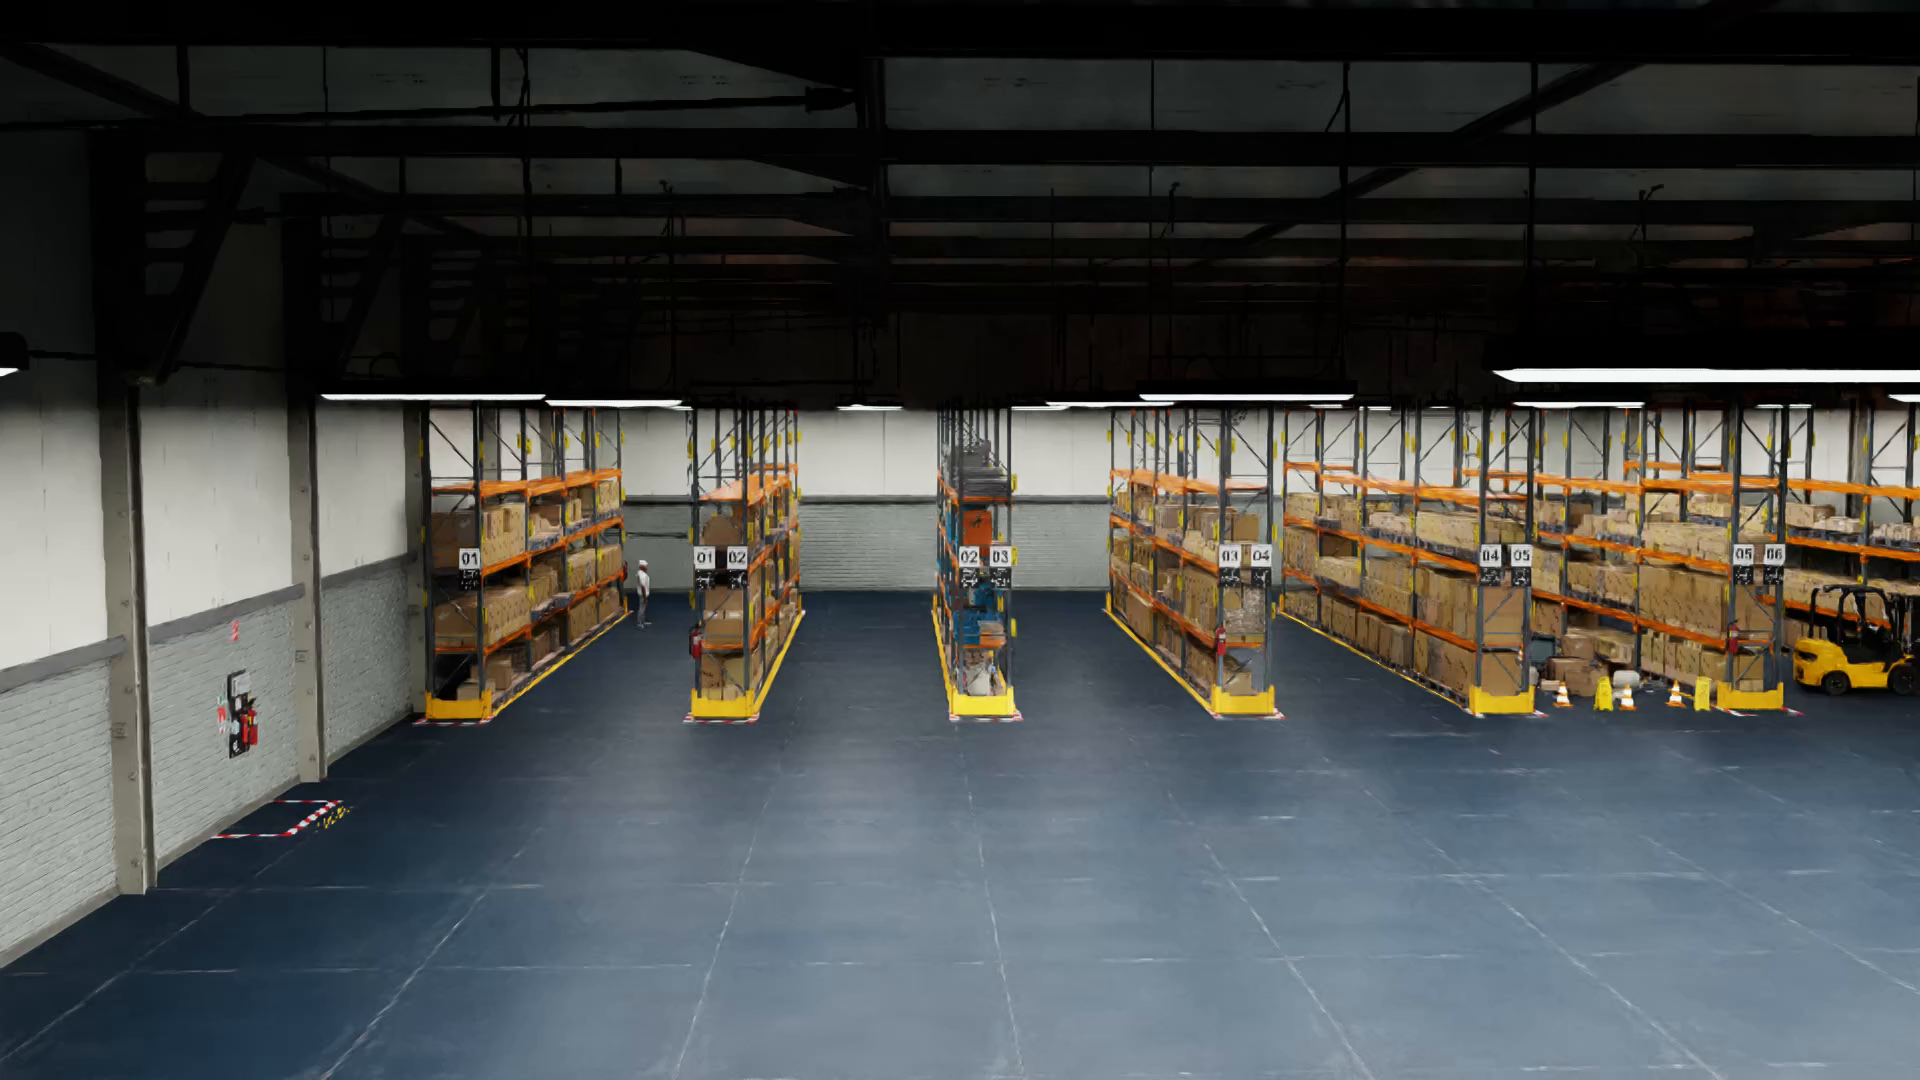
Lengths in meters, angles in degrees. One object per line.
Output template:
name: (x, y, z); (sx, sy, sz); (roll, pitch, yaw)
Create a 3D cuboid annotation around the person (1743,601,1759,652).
person: (16.866, 2.068, 35.630); (0.550, 1.782, 0.636); (2, 5, 28)

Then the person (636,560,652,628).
person: (-8.375, 1.420, 44.066); (0.389, 1.766, 0.669); (-1, 5, -13)
